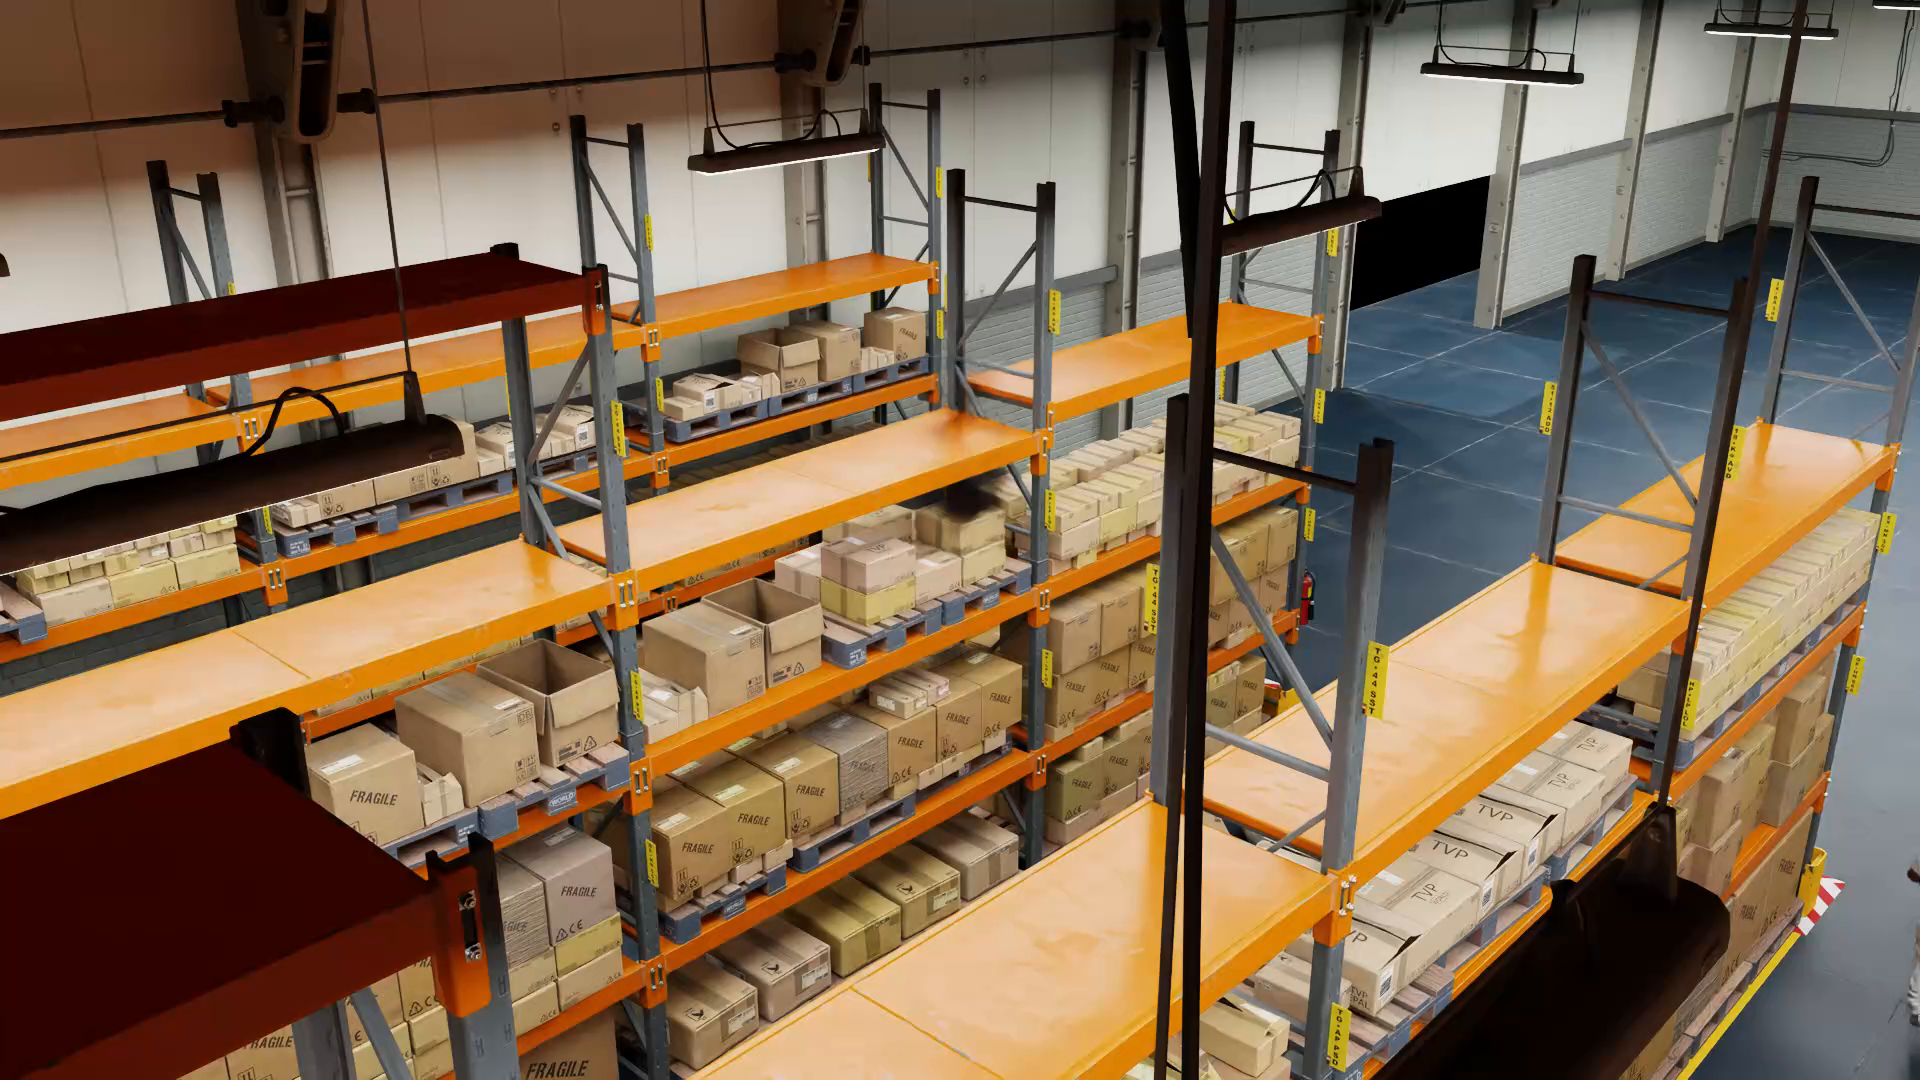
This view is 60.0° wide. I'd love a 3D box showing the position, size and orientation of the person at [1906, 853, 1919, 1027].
[{"bbox_3d":[7.350,2.813,12.310,0.700,1.770,0.919,13,25,30],"label":"person"}]
